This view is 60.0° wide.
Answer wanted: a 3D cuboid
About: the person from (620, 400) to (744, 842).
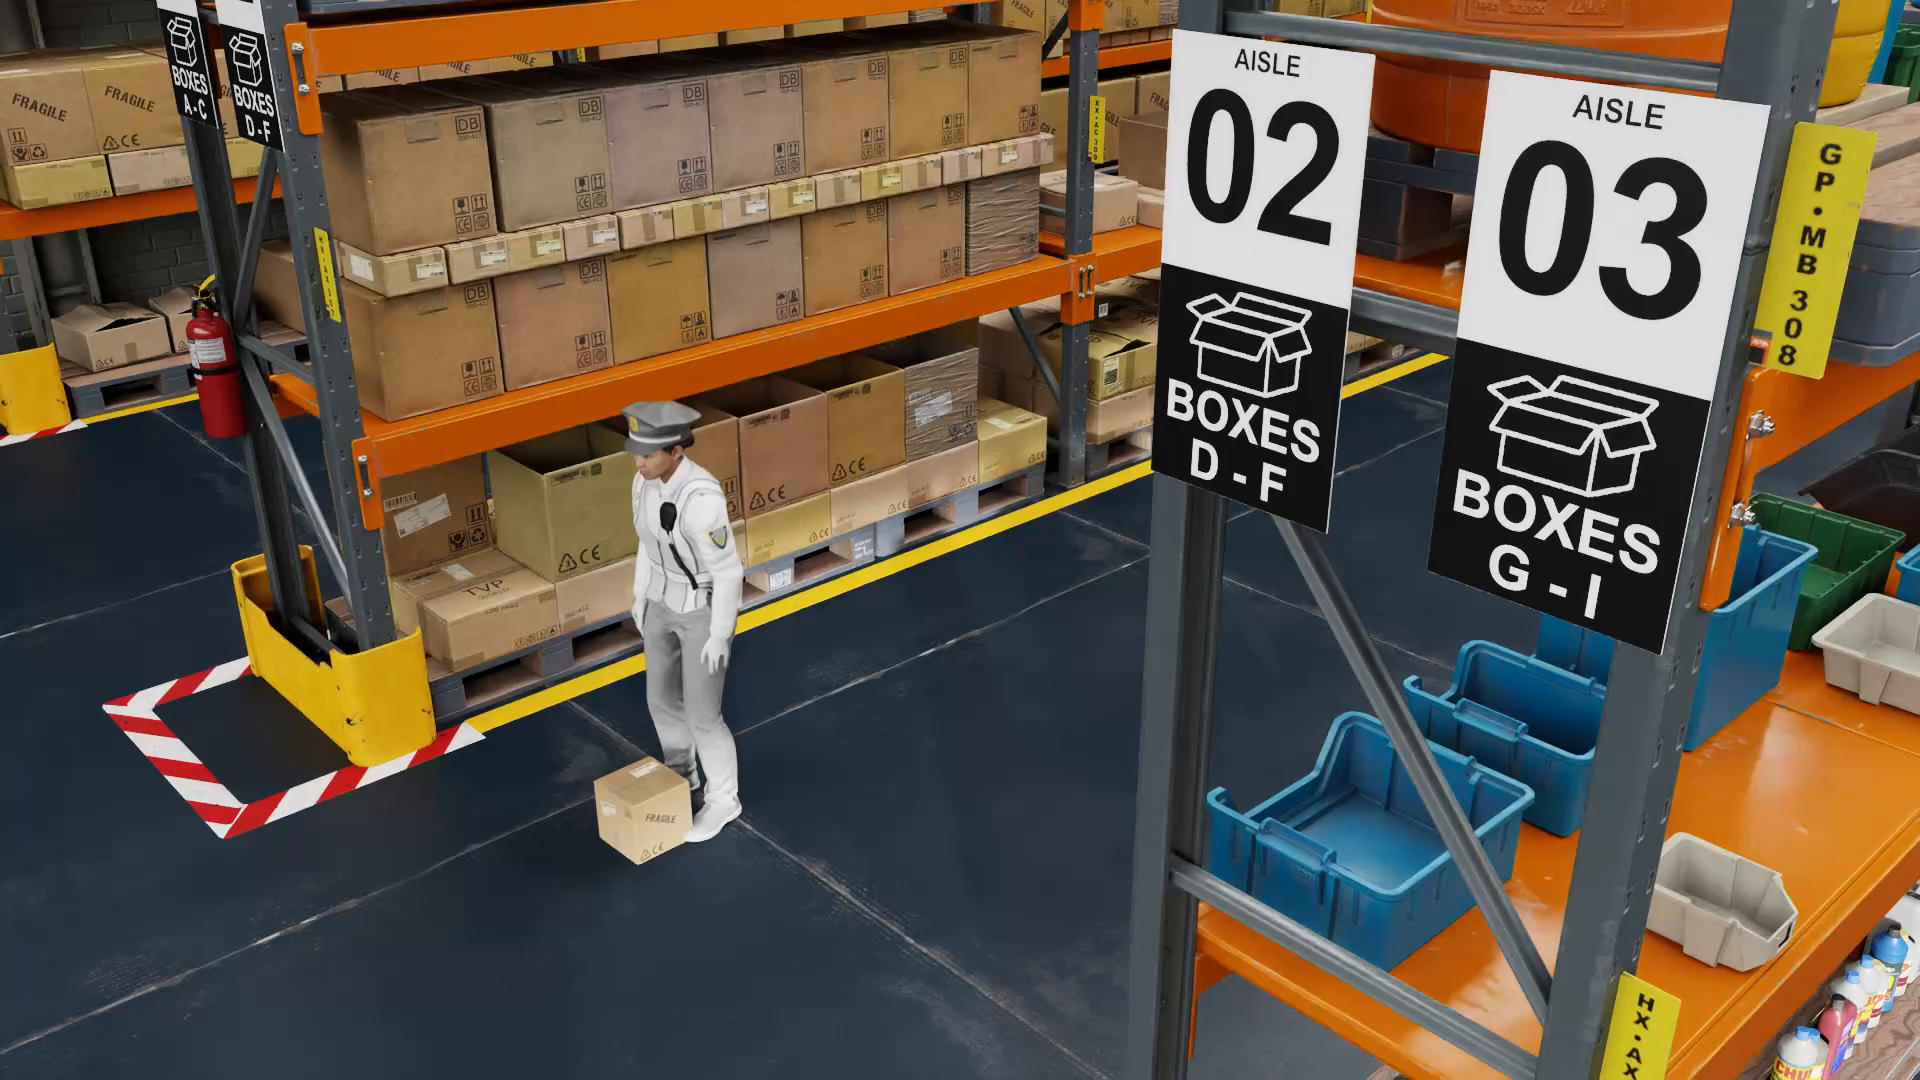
[{"bbox_3d":[-0.991,0.279,5.987,0.524,1.662,0.373,22,33,40],"label":"person"}]
